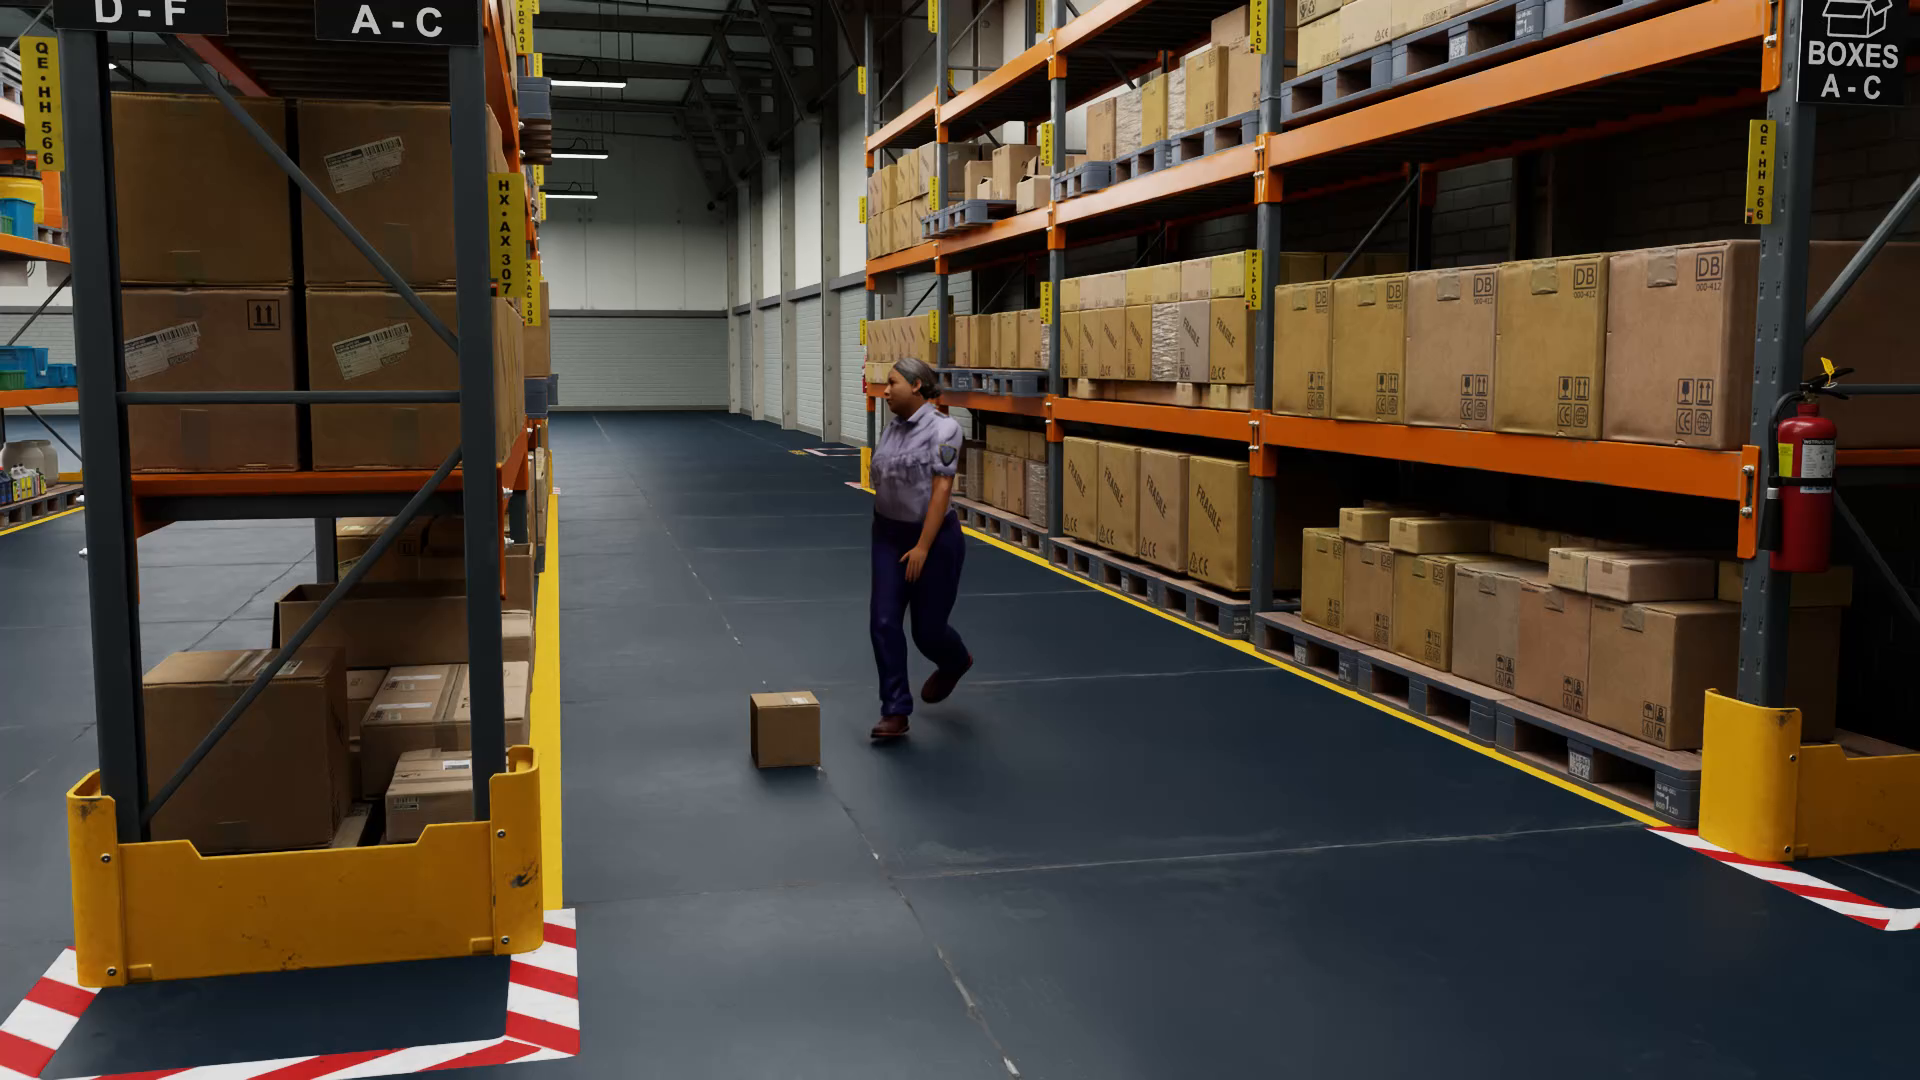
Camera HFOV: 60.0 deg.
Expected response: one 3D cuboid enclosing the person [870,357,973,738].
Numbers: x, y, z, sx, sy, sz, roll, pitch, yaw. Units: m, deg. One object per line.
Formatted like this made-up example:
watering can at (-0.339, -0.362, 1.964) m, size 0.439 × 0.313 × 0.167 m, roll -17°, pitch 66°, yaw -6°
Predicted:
person at (-0.163, 0.015, 7.162) m, size 0.474 × 1.596 × 0.770 m, roll 3°, pitch 7°, yaw 29°
